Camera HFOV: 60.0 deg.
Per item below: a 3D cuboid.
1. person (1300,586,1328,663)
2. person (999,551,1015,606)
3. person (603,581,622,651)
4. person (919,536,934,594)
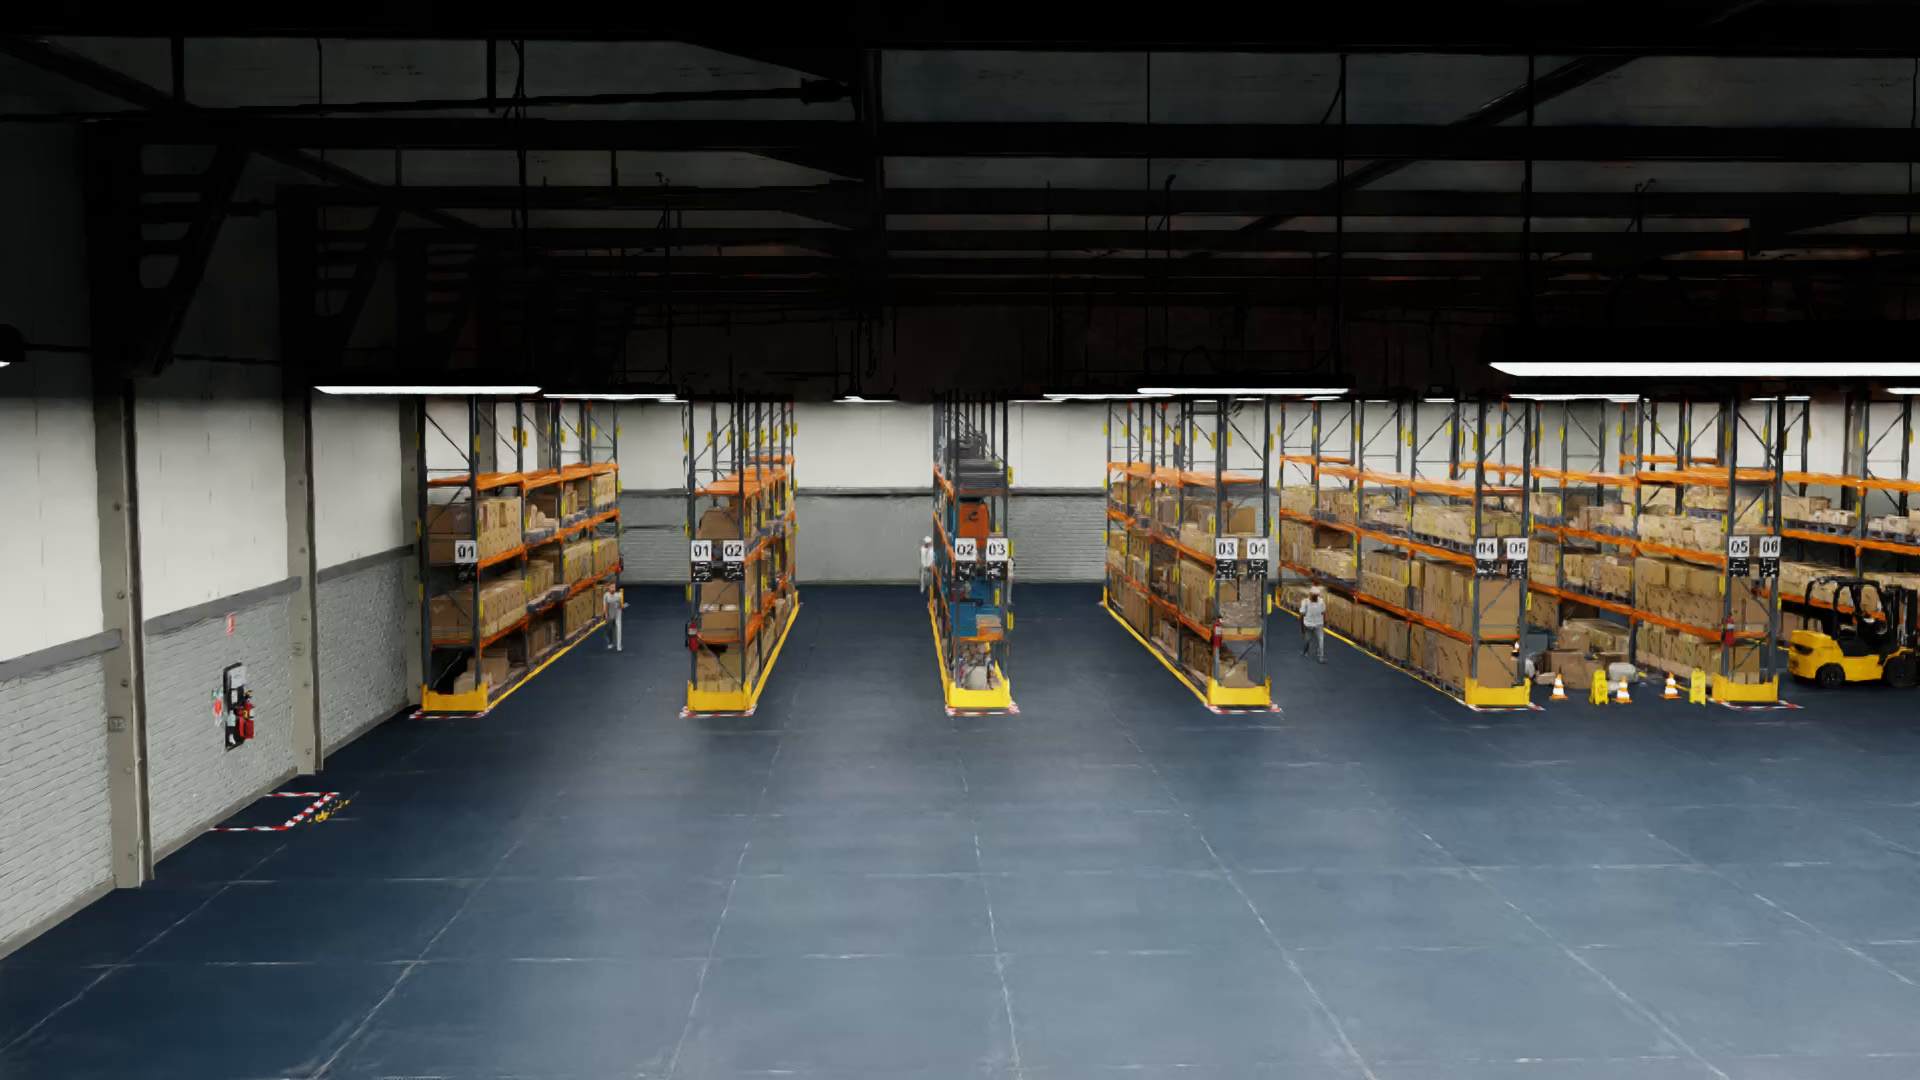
[{"bbox_3d":[7.852,1.853,36.988,0.577,1.691,1.121,0,5,0],"label":"person"},{"bbox_3d":[1.335,1.032,47.220,0.396,1.666,0.583,1,5,14],"label":"person"},{"bbox_3d":[-8.064,1.759,38.614,0.444,1.604,1.016,-1,5,-10],"label":"person"},{"bbox_3d":[-0.970,0.747,50.429,0.538,1.715,1.032,1,5,7],"label":"person"}]
